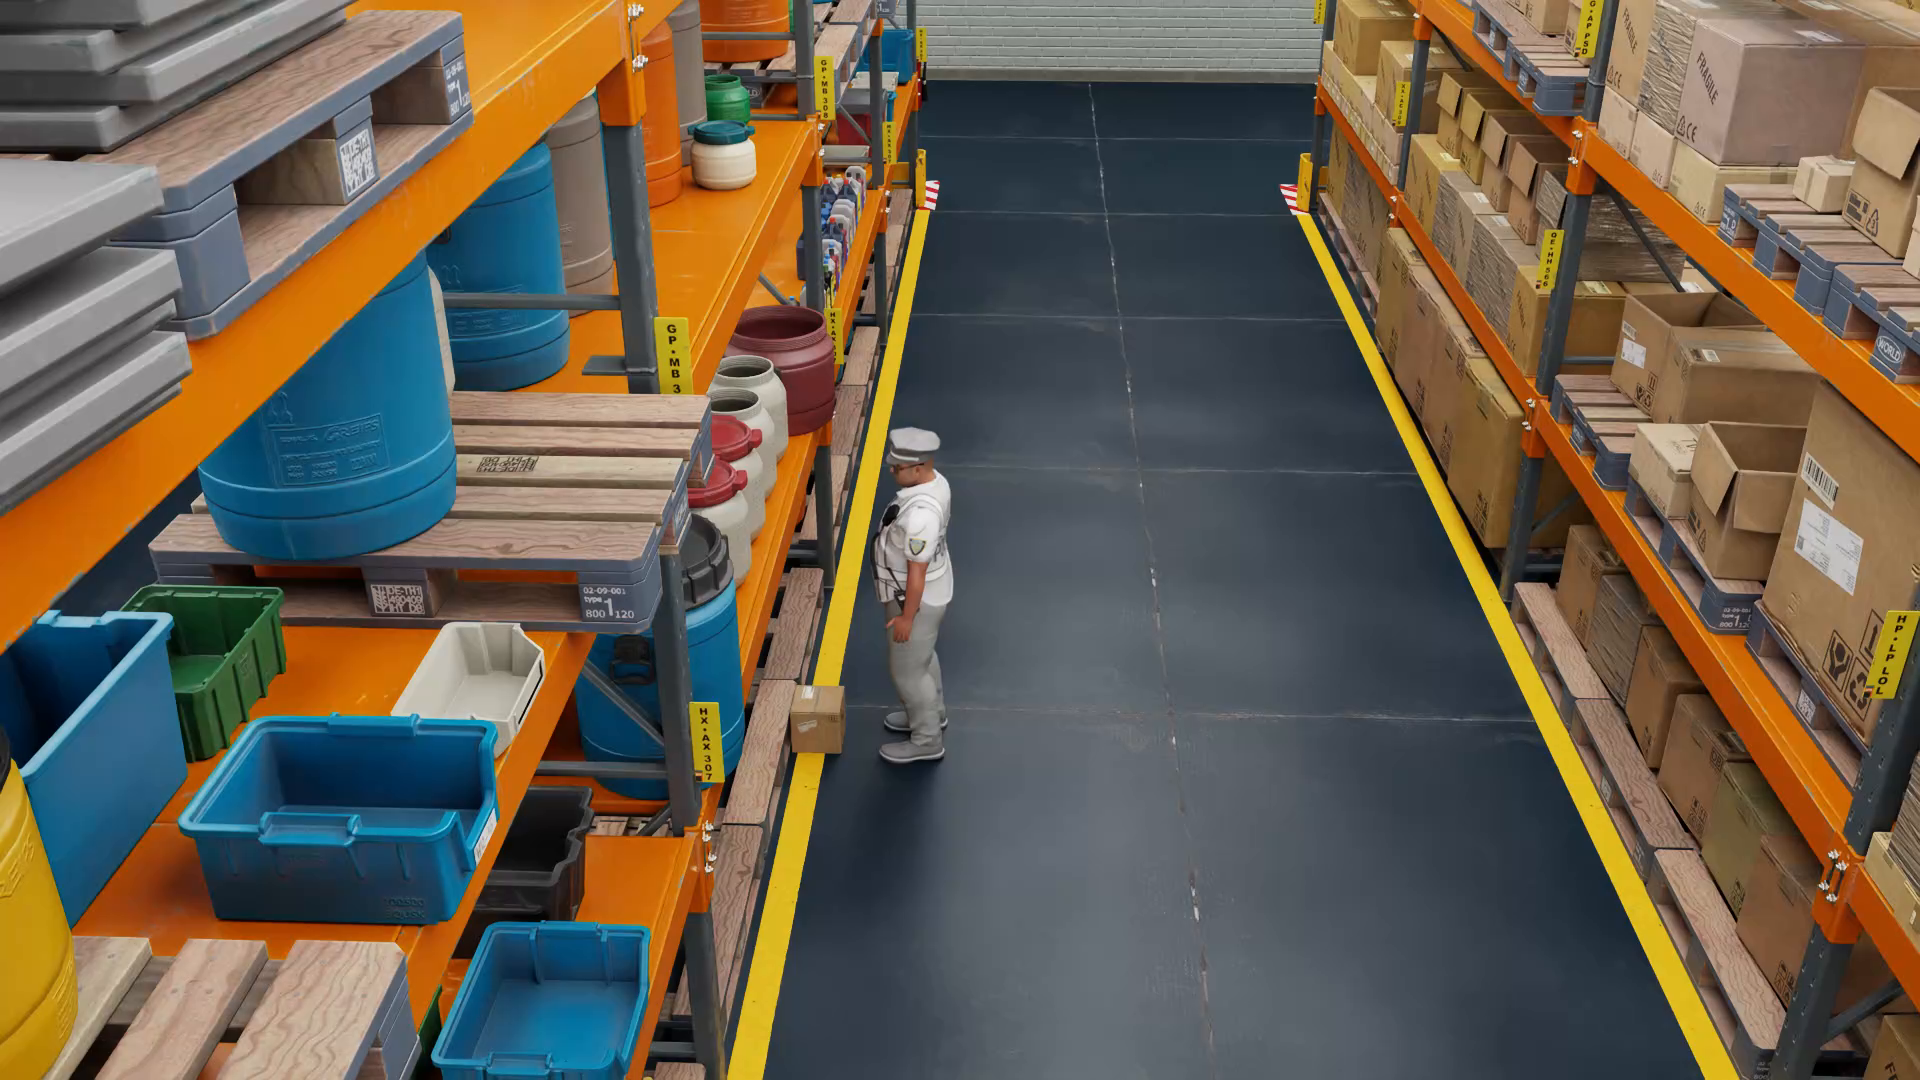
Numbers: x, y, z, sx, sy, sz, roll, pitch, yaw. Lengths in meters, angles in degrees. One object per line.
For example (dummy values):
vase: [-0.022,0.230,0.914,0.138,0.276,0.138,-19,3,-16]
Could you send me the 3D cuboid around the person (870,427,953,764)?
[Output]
person: [-0.229,0.273,8.109,0.393,1.743,0.529,2,28,3]
